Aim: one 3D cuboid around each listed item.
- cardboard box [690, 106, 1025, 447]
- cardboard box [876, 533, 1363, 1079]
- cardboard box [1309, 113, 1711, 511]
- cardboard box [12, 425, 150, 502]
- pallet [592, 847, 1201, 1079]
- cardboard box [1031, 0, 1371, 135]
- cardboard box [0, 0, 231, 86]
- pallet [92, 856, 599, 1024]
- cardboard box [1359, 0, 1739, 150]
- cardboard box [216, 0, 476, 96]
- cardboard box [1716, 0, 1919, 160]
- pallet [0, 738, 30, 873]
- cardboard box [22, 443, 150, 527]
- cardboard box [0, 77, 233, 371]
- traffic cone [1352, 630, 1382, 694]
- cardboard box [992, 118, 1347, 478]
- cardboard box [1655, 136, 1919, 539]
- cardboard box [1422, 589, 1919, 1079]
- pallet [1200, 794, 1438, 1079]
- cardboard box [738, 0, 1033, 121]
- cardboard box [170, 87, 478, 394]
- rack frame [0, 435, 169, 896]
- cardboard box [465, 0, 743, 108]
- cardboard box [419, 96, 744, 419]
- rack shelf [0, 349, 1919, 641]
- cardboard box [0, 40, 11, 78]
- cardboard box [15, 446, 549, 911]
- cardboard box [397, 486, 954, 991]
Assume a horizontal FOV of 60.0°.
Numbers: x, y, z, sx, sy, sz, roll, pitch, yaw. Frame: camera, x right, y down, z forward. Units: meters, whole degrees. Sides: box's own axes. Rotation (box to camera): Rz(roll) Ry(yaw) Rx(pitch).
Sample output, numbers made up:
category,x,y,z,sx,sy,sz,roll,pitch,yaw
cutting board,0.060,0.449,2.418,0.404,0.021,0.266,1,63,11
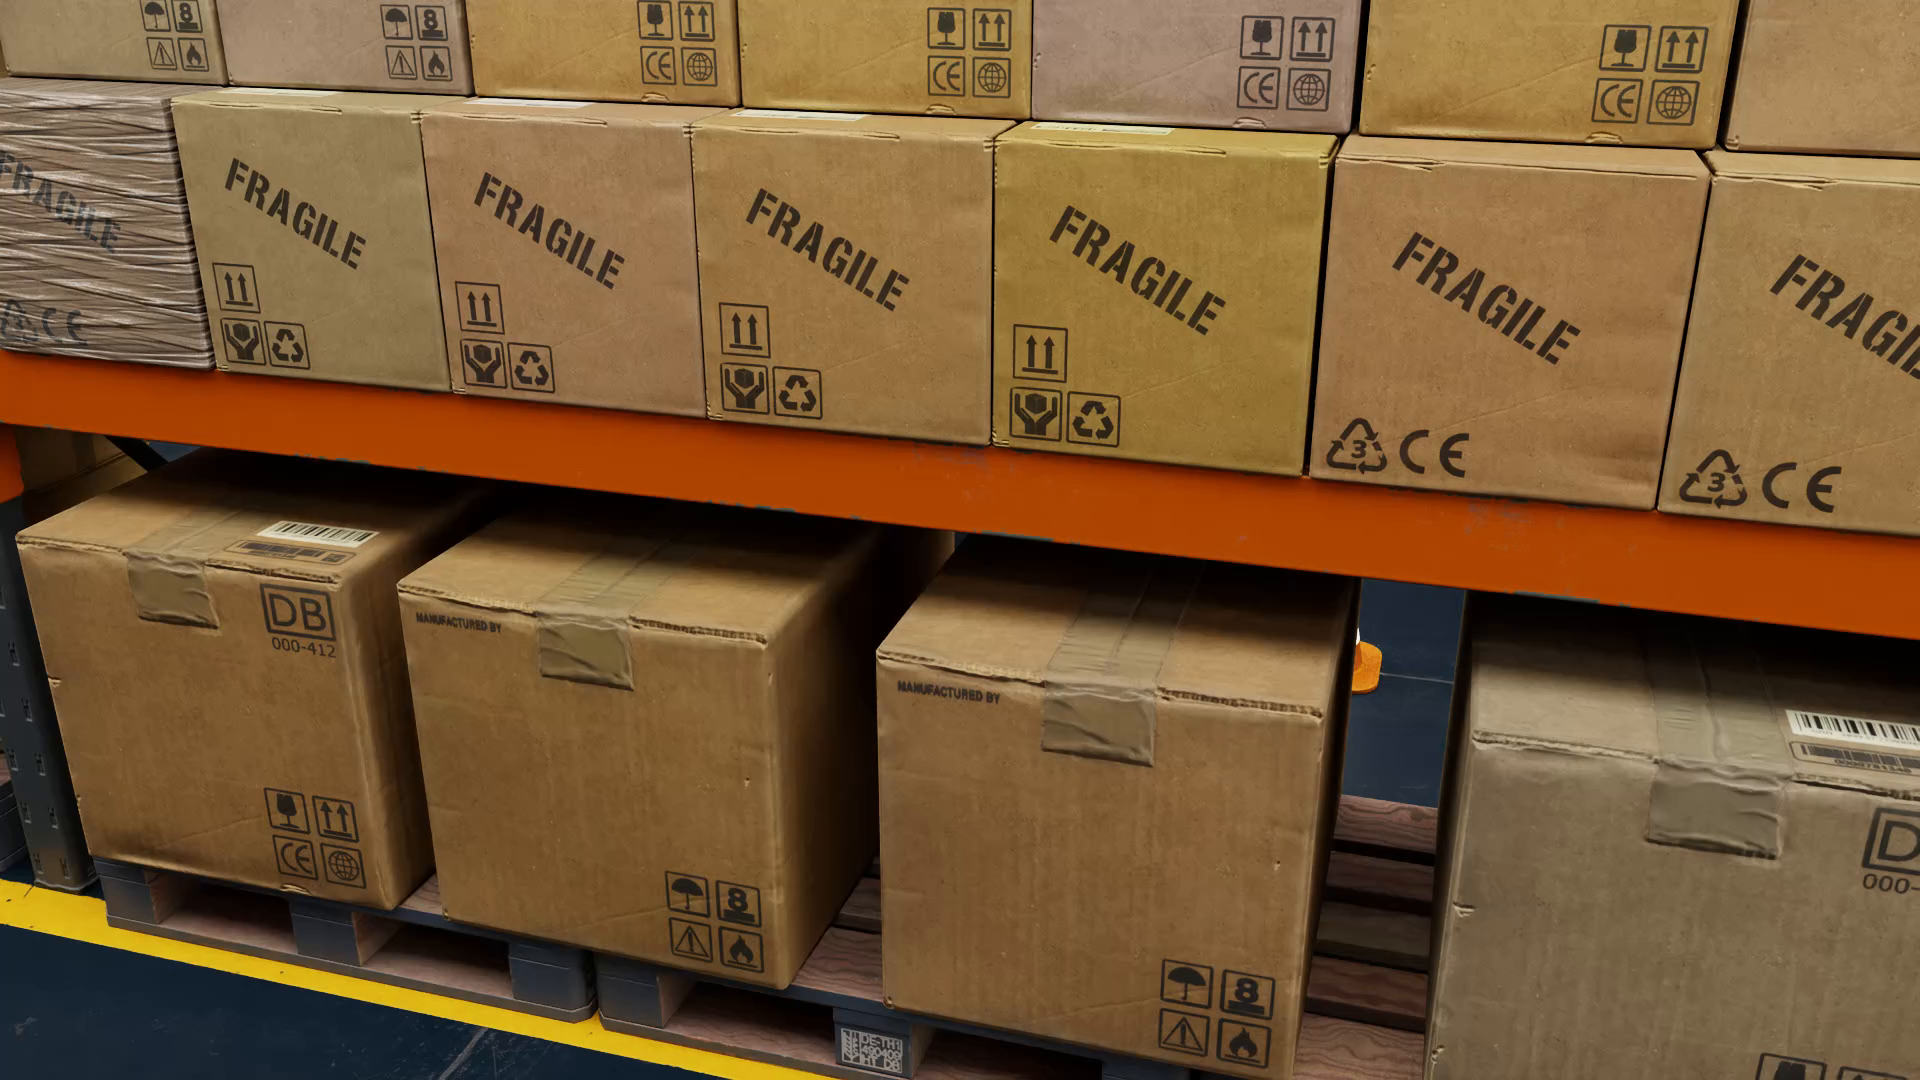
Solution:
category,x,y,z,sx,sy,sz,roll,pitch,yaw
cardboard box,-0.123,-0.498,2.899,0.500,0.500,0.500,6,23,15
cardboard box,0.365,0.378,3.307,0.750,0.750,1.050,7,23,15
cardboard box,0.848,-0.388,2.631,0.500,0.500,0.500,6,23,15
cardboard box,-2.512,-0.313,4.332,0.500,0.250,0.500,5,23,13
pallet,-0.024,0.774,3.605,1.213,0.211,1.003,7,23,16
cardboard box,0.454,-0.998,2.802,0.500,0.500,0.700,7,23,16
cardboard box,-1.494,-1.220,3.343,0.500,0.500,0.700,6,23,15
pallet,-1.188,0.640,3.933,1.213,0.211,1.003,7,23,16
cardboard box,0.938,-0.943,2.666,0.500,0.500,0.700,6,23,15
cardboard box,-1.010,-1.165,3.210,0.500,0.500,0.700,6,23,15
cardboard box,1.431,-0.887,2.531,0.500,0.500,0.700,6,23,15
pallet,-2.669,0.440,4.420,1.213,0.211,1.003,7,23,16
cardboard box,-2.525,0.028,4.491,0.500,0.500,0.500,6,23,13
cardboard box,-1.570,-0.663,3.303,0.500,0.500,0.500,7,23,16
traffic cone,1.060,0.152,4.789,0.334,0.463,0.336,7,23,16
cardboard box,0.364,-0.443,2.766,0.500,0.500,0.500,7,23,16
cardboard box,1.331,-0.332,2.496,0.500,0.500,0.500,6,23,15
cardboard box,1.288,0.485,3.045,0.750,0.750,1.050,6,23,15
pallet,1.148,0.907,3.281,1.213,0.211,1.003,7,23,16
cardboard box,-0.029,-1.054,2.938,0.500,0.500,0.700,6,23,15
cardboard box,-1.082,-0.609,3.170,0.500,0.500,0.500,6,23,15
rack frame,-1.921,-0.764,3.681,0.127,3.000,1.000,7,23,16
cardboard box,-0.518,-1.110,3.074,0.500,0.500,0.700,6,23,15
cardboard box,-0.599,-0.553,3.034,0.500,0.500,0.500,7,23,15
rack shelf,-0.007,-0.212,3.283,4.000,0.370,1.077,7,23,16
cardboard box,-2.326,-1.106,3.899,0.250,0.149,0.380,8,24,18
cardboard box,-1.364,0.182,3.786,0.750,0.750,1.050,6,23,15
cardboard box,-0.526,0.276,3.555,0.750,0.750,1.050,7,23,16
